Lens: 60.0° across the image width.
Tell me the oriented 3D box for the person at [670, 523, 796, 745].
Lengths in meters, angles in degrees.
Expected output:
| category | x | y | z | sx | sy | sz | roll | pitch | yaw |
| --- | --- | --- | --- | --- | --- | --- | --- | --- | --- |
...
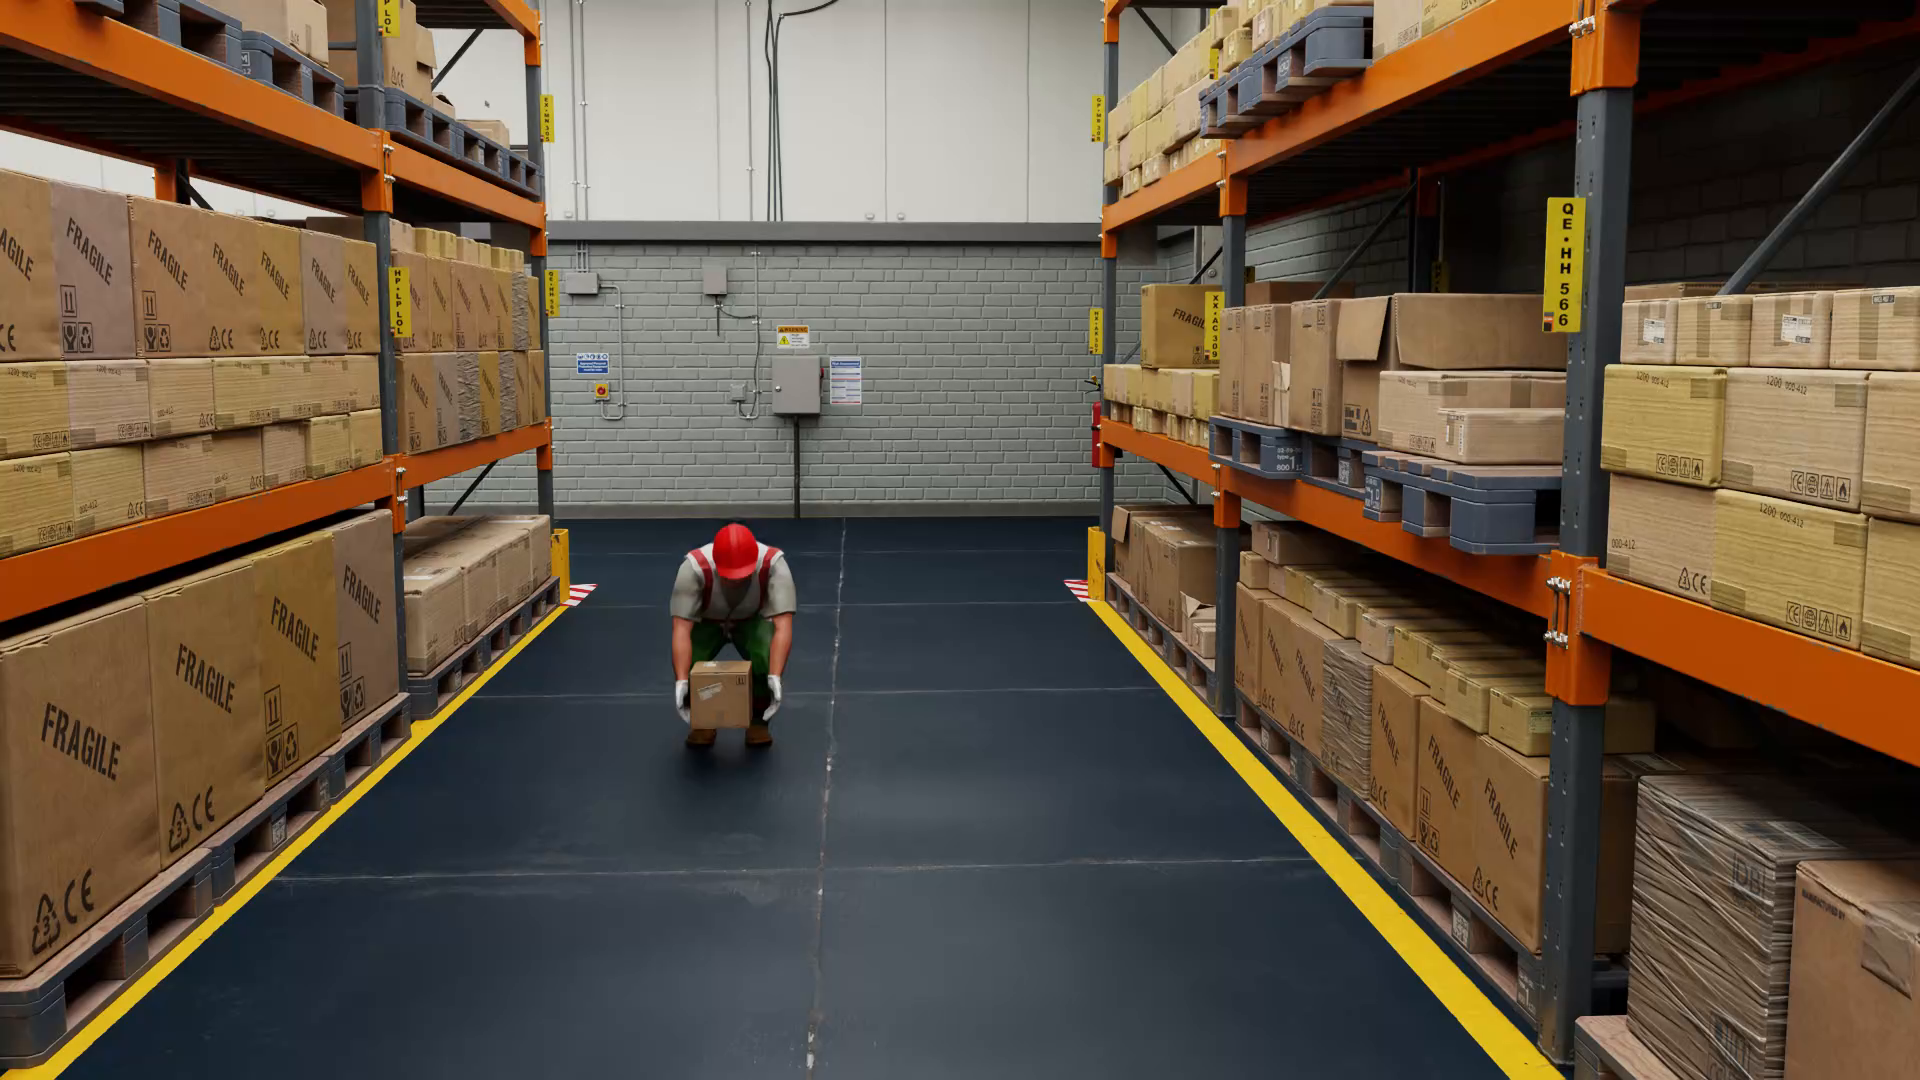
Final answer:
| category | x | y | z | sx | sy | sz | roll | pitch | yaw |
| --- | --- | --- | --- | --- | --- | --- | --- | --- | --- |
| person | -1.033 | 0.424 | 7.618 | 0.577 | 1.073 | 0.862 | 0 | 7 | -4 |
